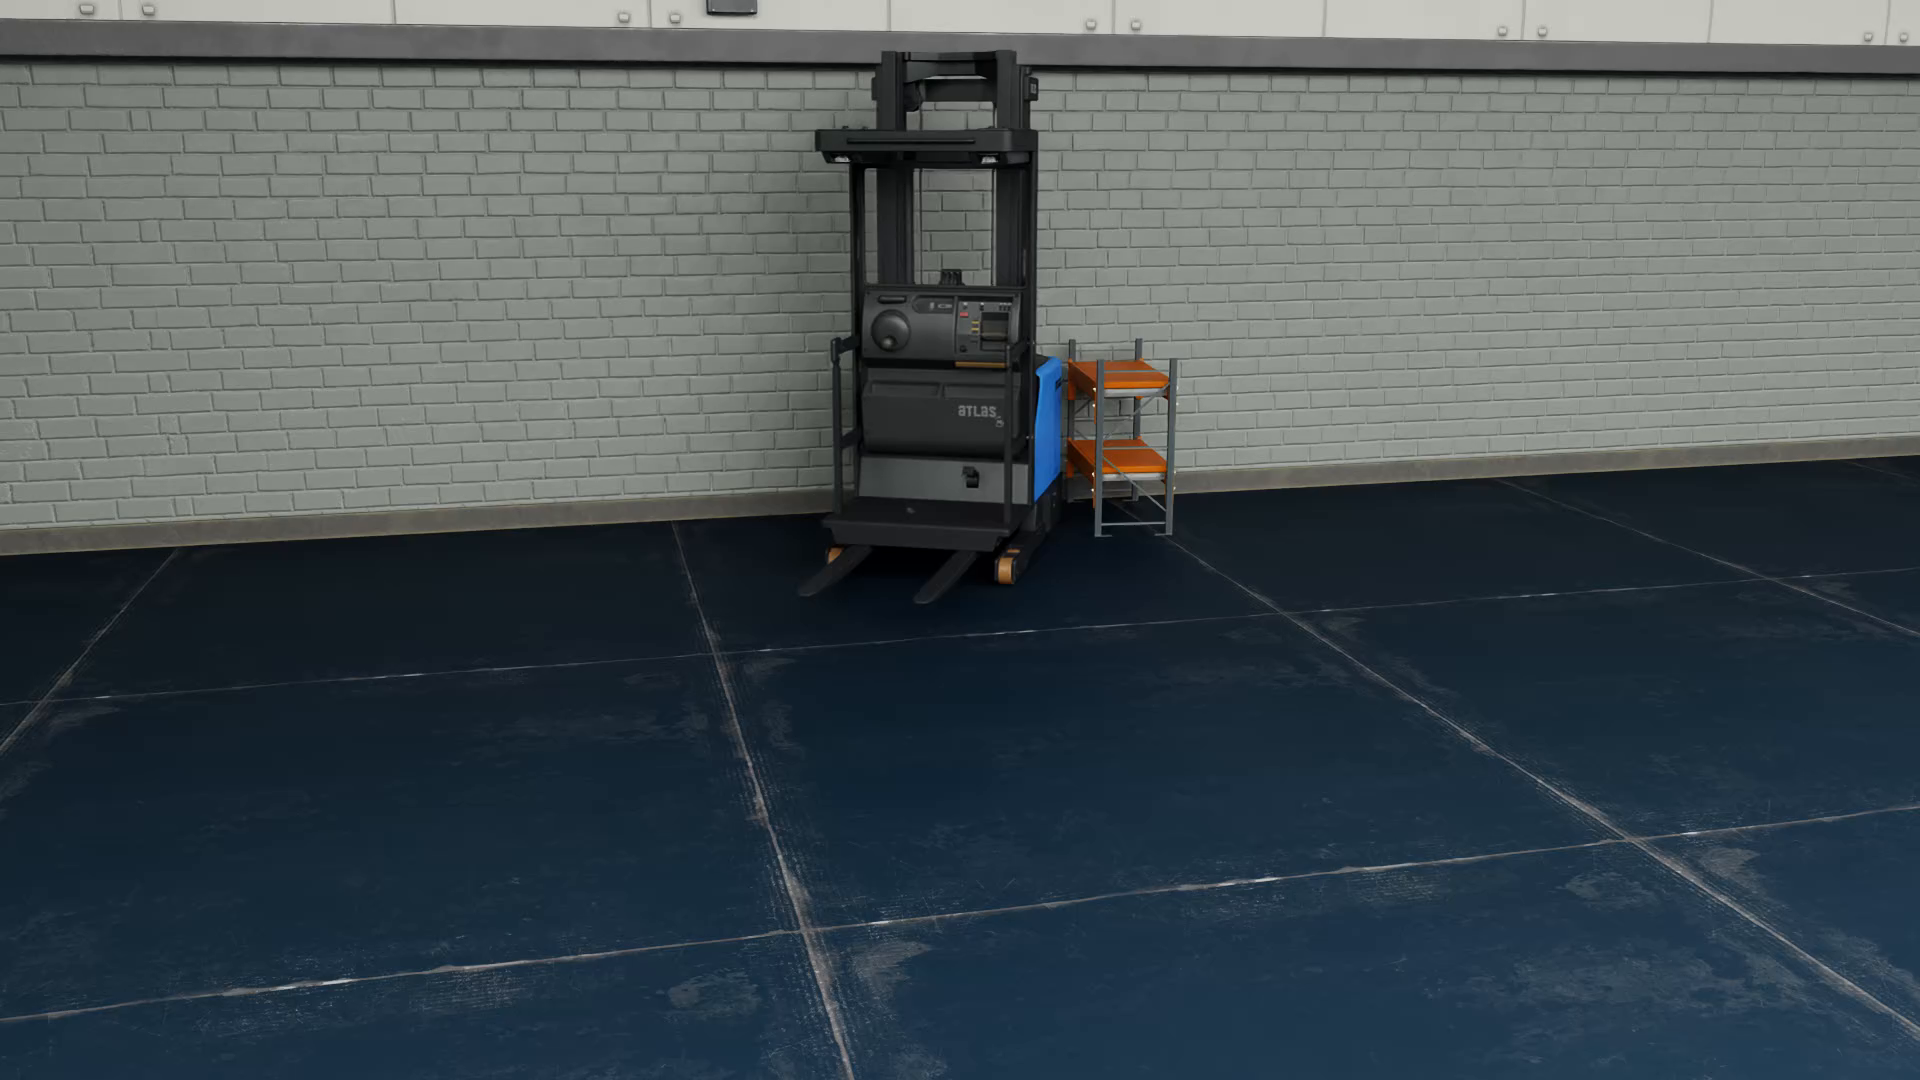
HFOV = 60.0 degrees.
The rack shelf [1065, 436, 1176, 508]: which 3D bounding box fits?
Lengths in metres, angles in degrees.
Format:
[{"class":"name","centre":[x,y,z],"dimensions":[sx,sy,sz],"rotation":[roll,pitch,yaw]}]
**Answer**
[{"class":"rack shelf","centre":[1.042,-0.458,10.961],"dimensions":[0.538,0.278,1.000],"rotation":[-1,14,-6]}]

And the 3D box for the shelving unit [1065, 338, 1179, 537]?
[{"class":"shelving unit","centre":[1.042,-0.695,10.903],"dimensions":[0.538,1.125,1.048],"rotation":[-1,14,-6]}]

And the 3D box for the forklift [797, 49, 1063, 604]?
[{"class":"forklift","centre":[-0.154,-1.264,9.426],"dimensions":[1.130,2.935,3.031],"rotation":[3,14,13]}]

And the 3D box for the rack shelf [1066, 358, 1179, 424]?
[{"class":"rack shelf","centre":[1.042,-0.980,10.834],"dimensions":[0.538,0.278,1.000],"rotation":[-1,14,-6]}]

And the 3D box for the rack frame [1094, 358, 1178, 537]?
[{"class":"rack frame","centre":[1.097,-0.575,10.412],"dimensions":[0.500,1.125,0.032],"rotation":[-1,14,-6]}]

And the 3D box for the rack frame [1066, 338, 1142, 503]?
[{"class":"rack frame","centre":[0.987,-0.815,11.394],"dimensions":[0.500,1.125,0.032],"rotation":[-1,14,-6]}]

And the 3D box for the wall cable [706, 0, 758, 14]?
[{"class":"wall cable","centre":[-0.433,-6.226,9.783],"dimensions":[2.305,6.003,0.169],"rotation":[-3,14,-13]}]
